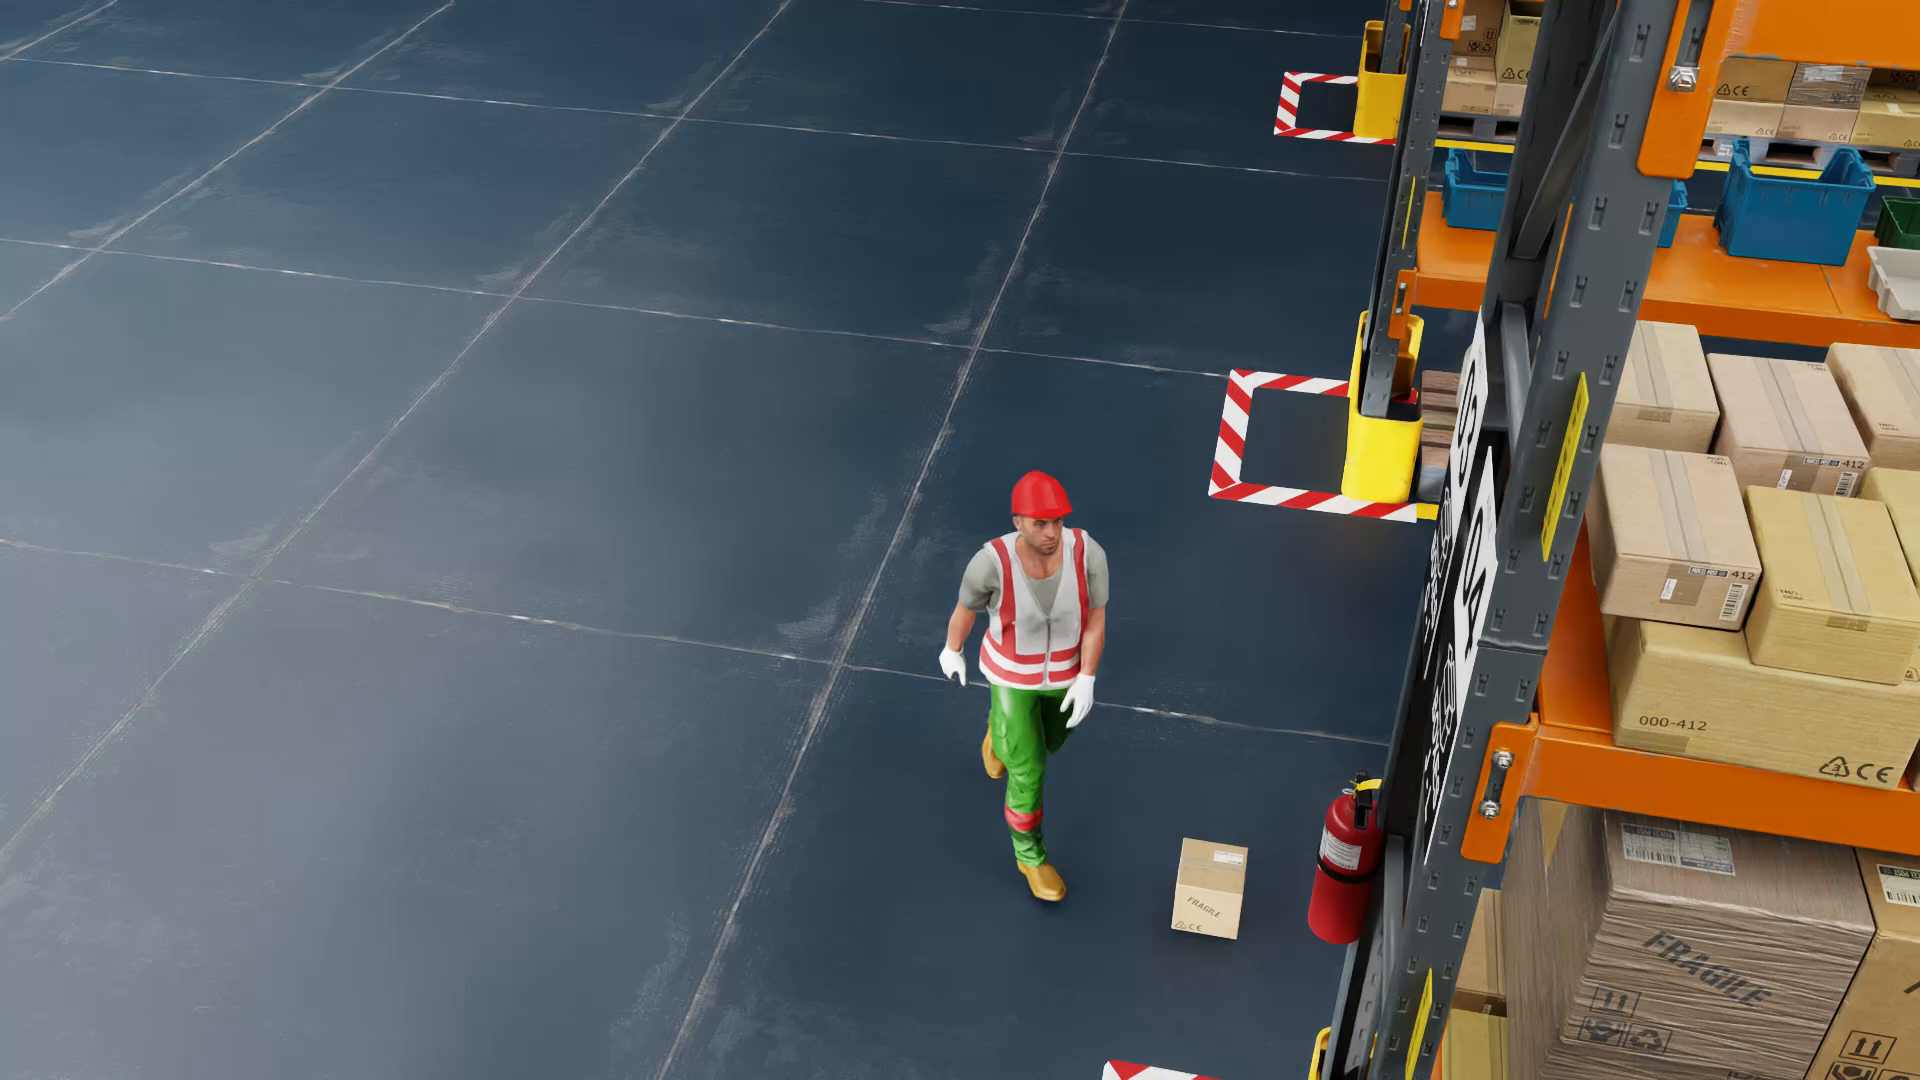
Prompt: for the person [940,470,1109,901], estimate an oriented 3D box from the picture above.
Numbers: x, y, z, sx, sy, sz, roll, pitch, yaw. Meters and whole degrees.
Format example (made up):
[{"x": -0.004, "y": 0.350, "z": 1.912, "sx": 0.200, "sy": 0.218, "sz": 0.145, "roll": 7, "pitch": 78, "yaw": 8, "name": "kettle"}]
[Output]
[{"x": 0.250, "y": 0.467, "z": 6.322, "sx": 0.575, "sy": 1.755, "sz": 0.936, "roll": -11, "pitch": 38, "yaw": -14, "name": "person"}]
